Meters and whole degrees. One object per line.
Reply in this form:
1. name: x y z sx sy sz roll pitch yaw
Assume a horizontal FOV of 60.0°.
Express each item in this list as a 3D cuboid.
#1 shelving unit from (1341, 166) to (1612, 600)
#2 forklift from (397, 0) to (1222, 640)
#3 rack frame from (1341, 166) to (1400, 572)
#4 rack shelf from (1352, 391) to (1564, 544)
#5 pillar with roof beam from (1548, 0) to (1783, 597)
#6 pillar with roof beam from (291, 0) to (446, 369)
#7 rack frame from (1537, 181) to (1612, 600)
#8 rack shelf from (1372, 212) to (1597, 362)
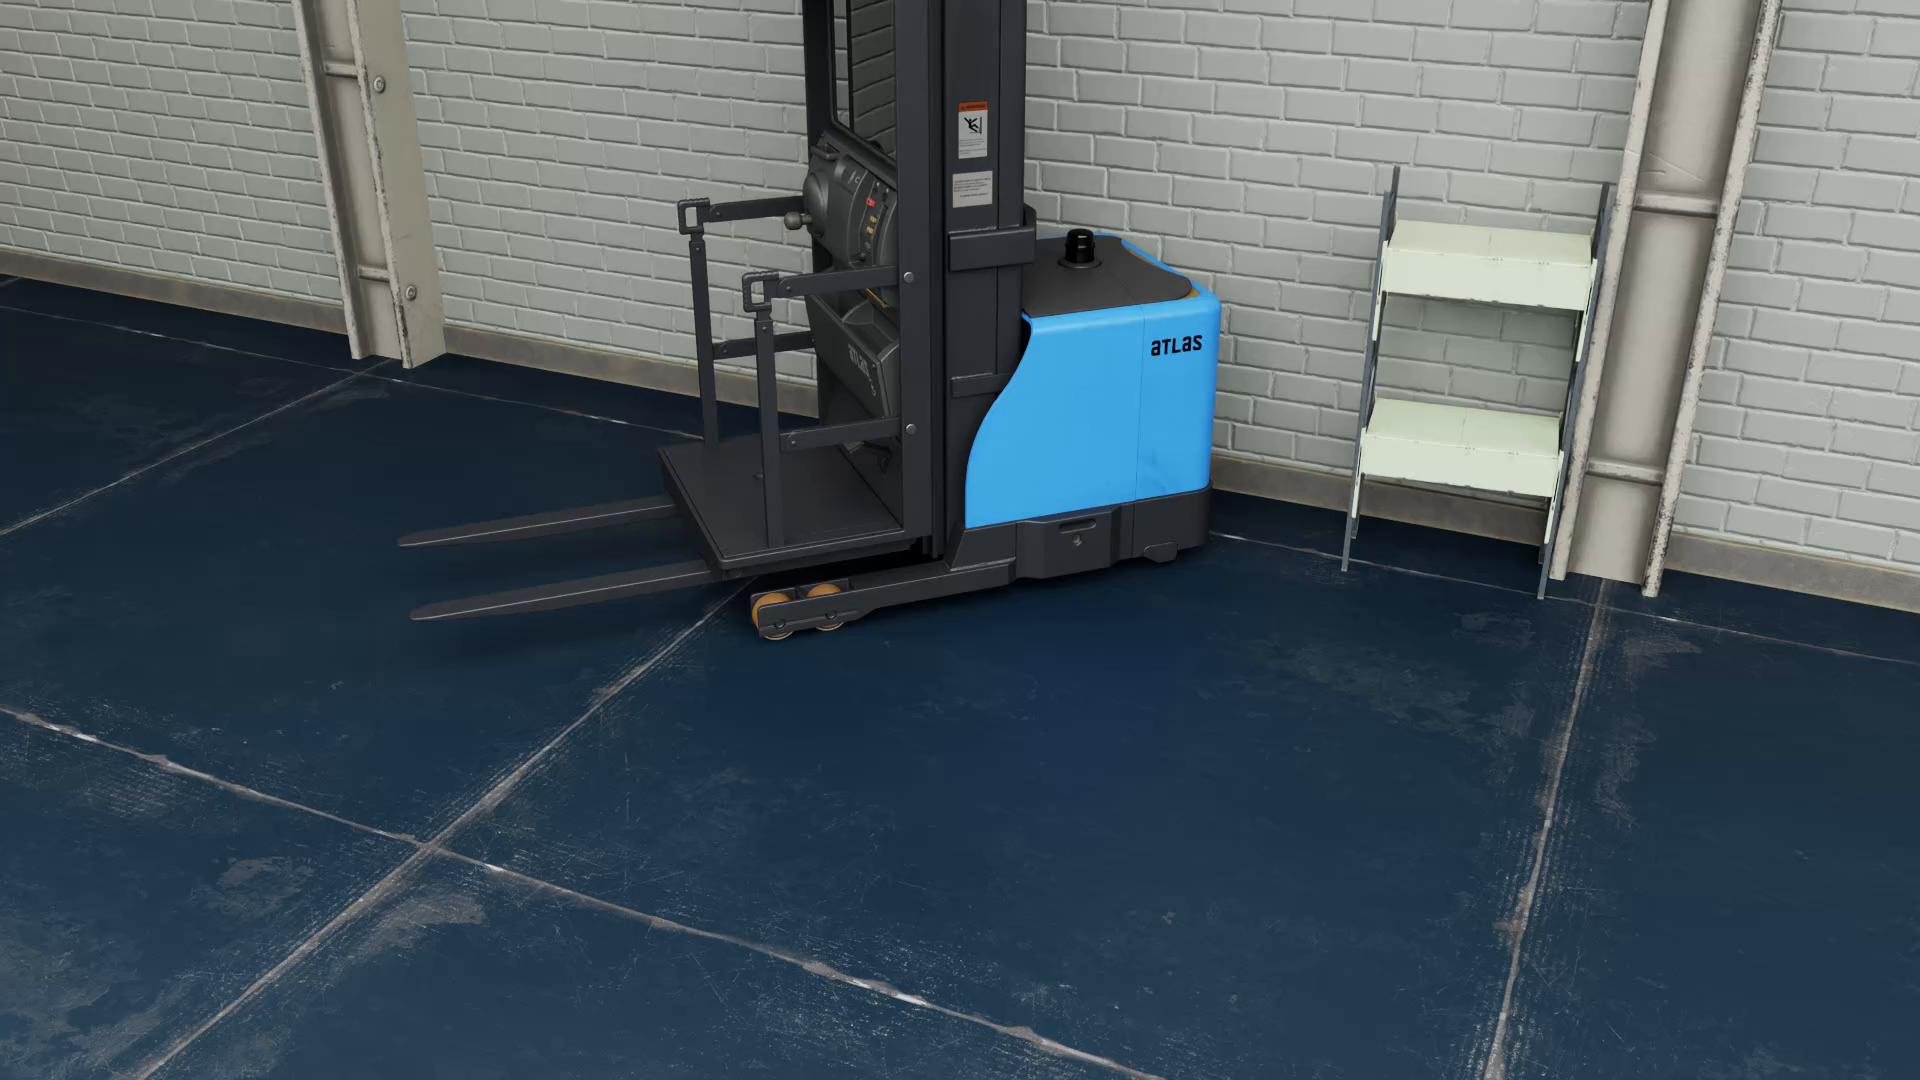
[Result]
1. shelving unit: 1.909 -0.581 6.232 0.755 1.500 0.431 8 27 16
2. forklift: -0.582 -1.217 5.904 3.031 2.935 1.130 -10 28 -19
3. rack frame: 1.562 -0.631 6.335 0.023 1.500 0.400 8 27 16
4. rack shelf: 1.909 -0.288 6.376 0.720 0.370 0.431 8 27 16
5. pillar with roof beam: 0.745 -2.186 1.001 0.400 9.000 9.100 11 28 22
6. pillar with roof beam: -4.717 -3.283 3.230 0.400 9.000 9.100 11 28 22
7. rack frame: 2.257 -0.530 6.129 0.023 1.500 0.400 8 27 16
8. rack shelf: 1.909 -0.931 6.059 0.720 0.370 0.431 8 27 16
